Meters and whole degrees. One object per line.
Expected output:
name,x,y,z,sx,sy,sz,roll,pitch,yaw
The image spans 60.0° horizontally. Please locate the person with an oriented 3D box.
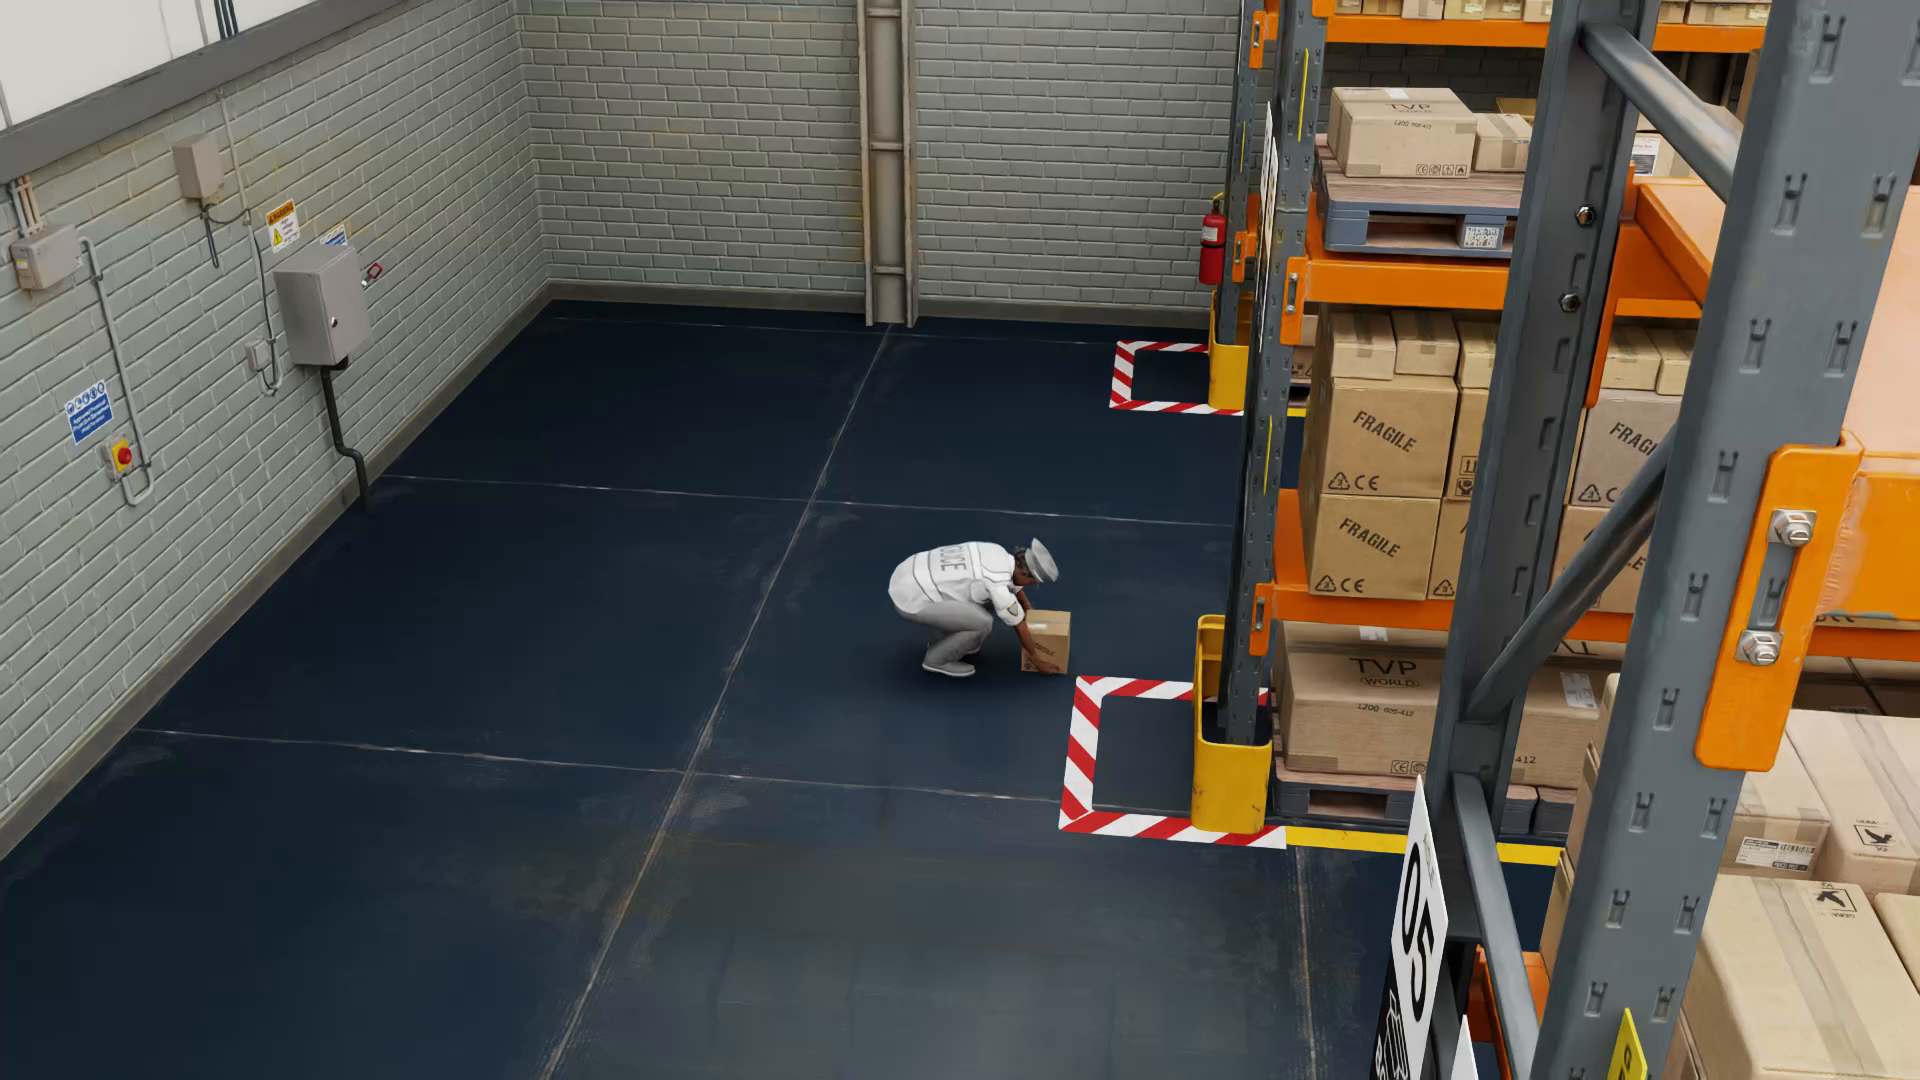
person,0.093,0.364,9.082,0.950,0.771,0.493,3,29,5
